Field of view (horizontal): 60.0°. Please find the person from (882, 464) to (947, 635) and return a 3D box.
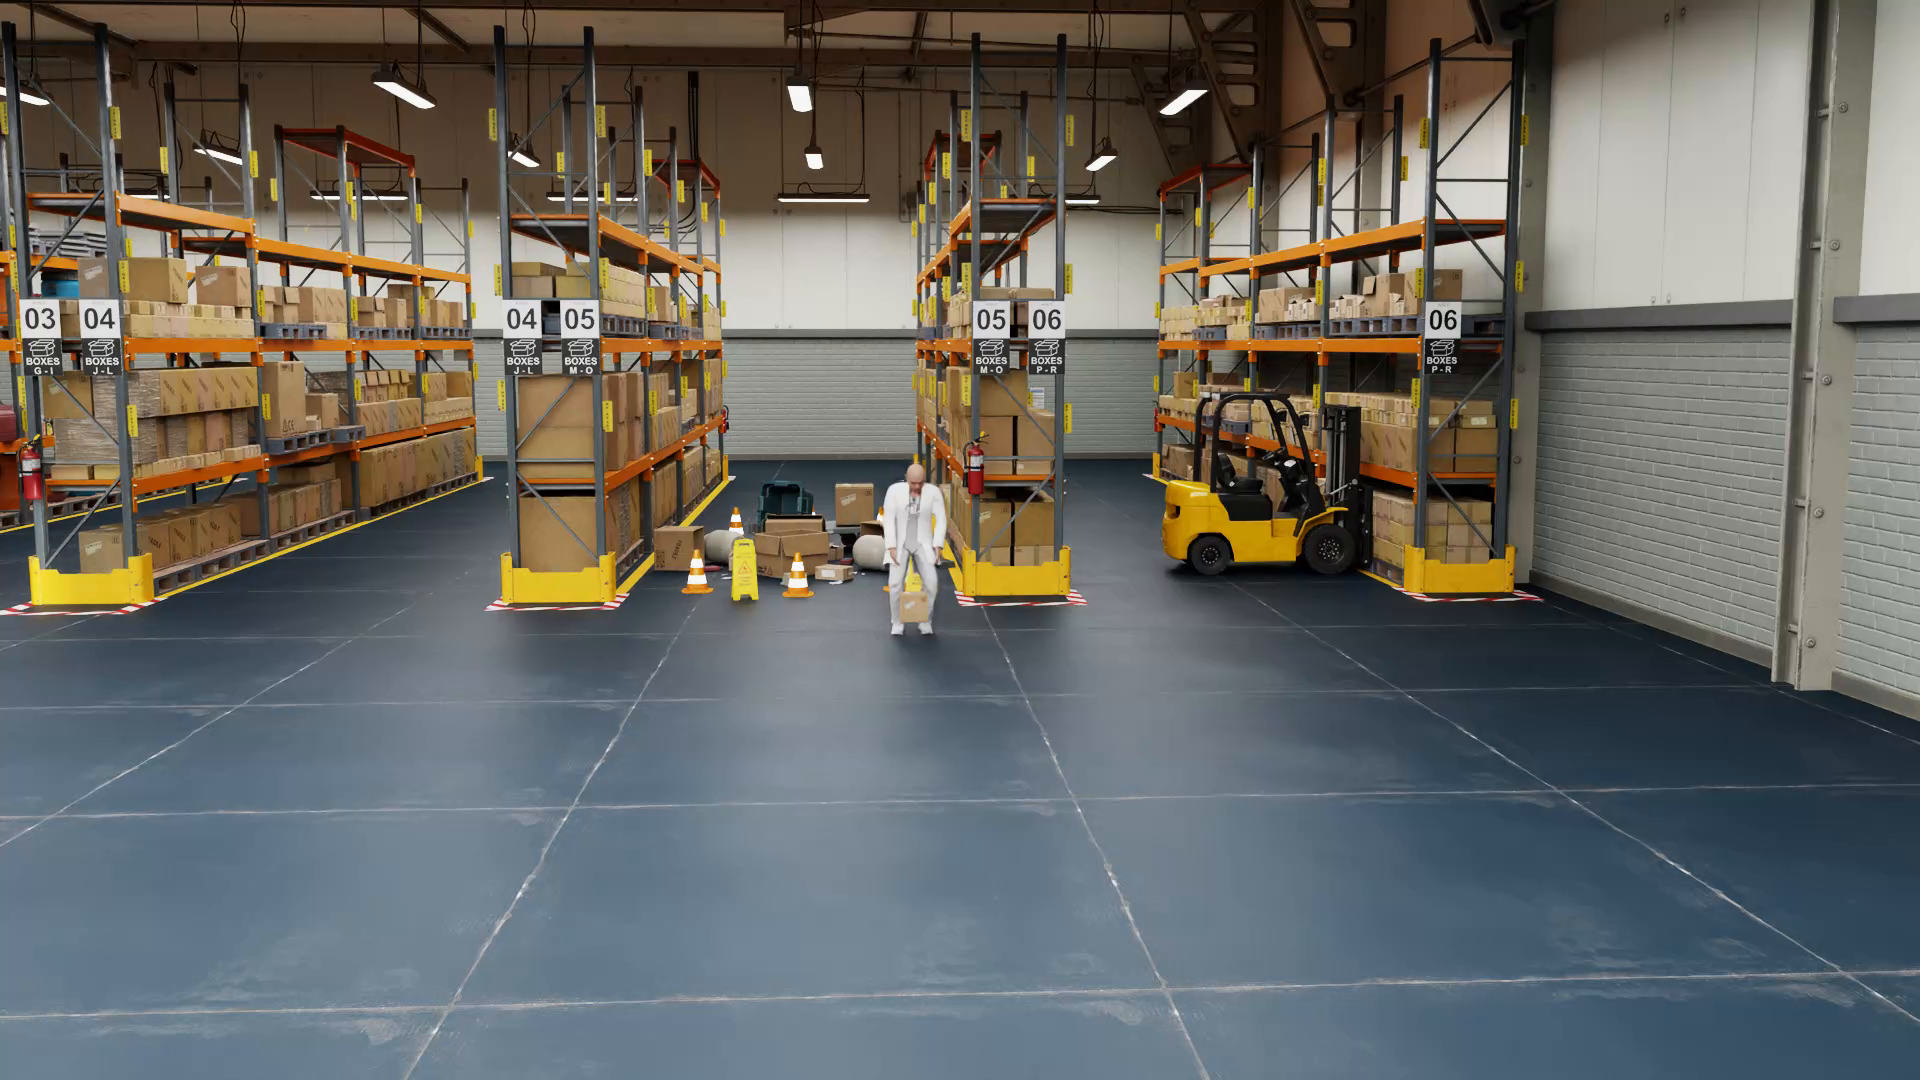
[{"bbox_3d":[-0.429,0.082,15.807,0.615,1.623,0.539,0,7,-3],"label":"person"}]
